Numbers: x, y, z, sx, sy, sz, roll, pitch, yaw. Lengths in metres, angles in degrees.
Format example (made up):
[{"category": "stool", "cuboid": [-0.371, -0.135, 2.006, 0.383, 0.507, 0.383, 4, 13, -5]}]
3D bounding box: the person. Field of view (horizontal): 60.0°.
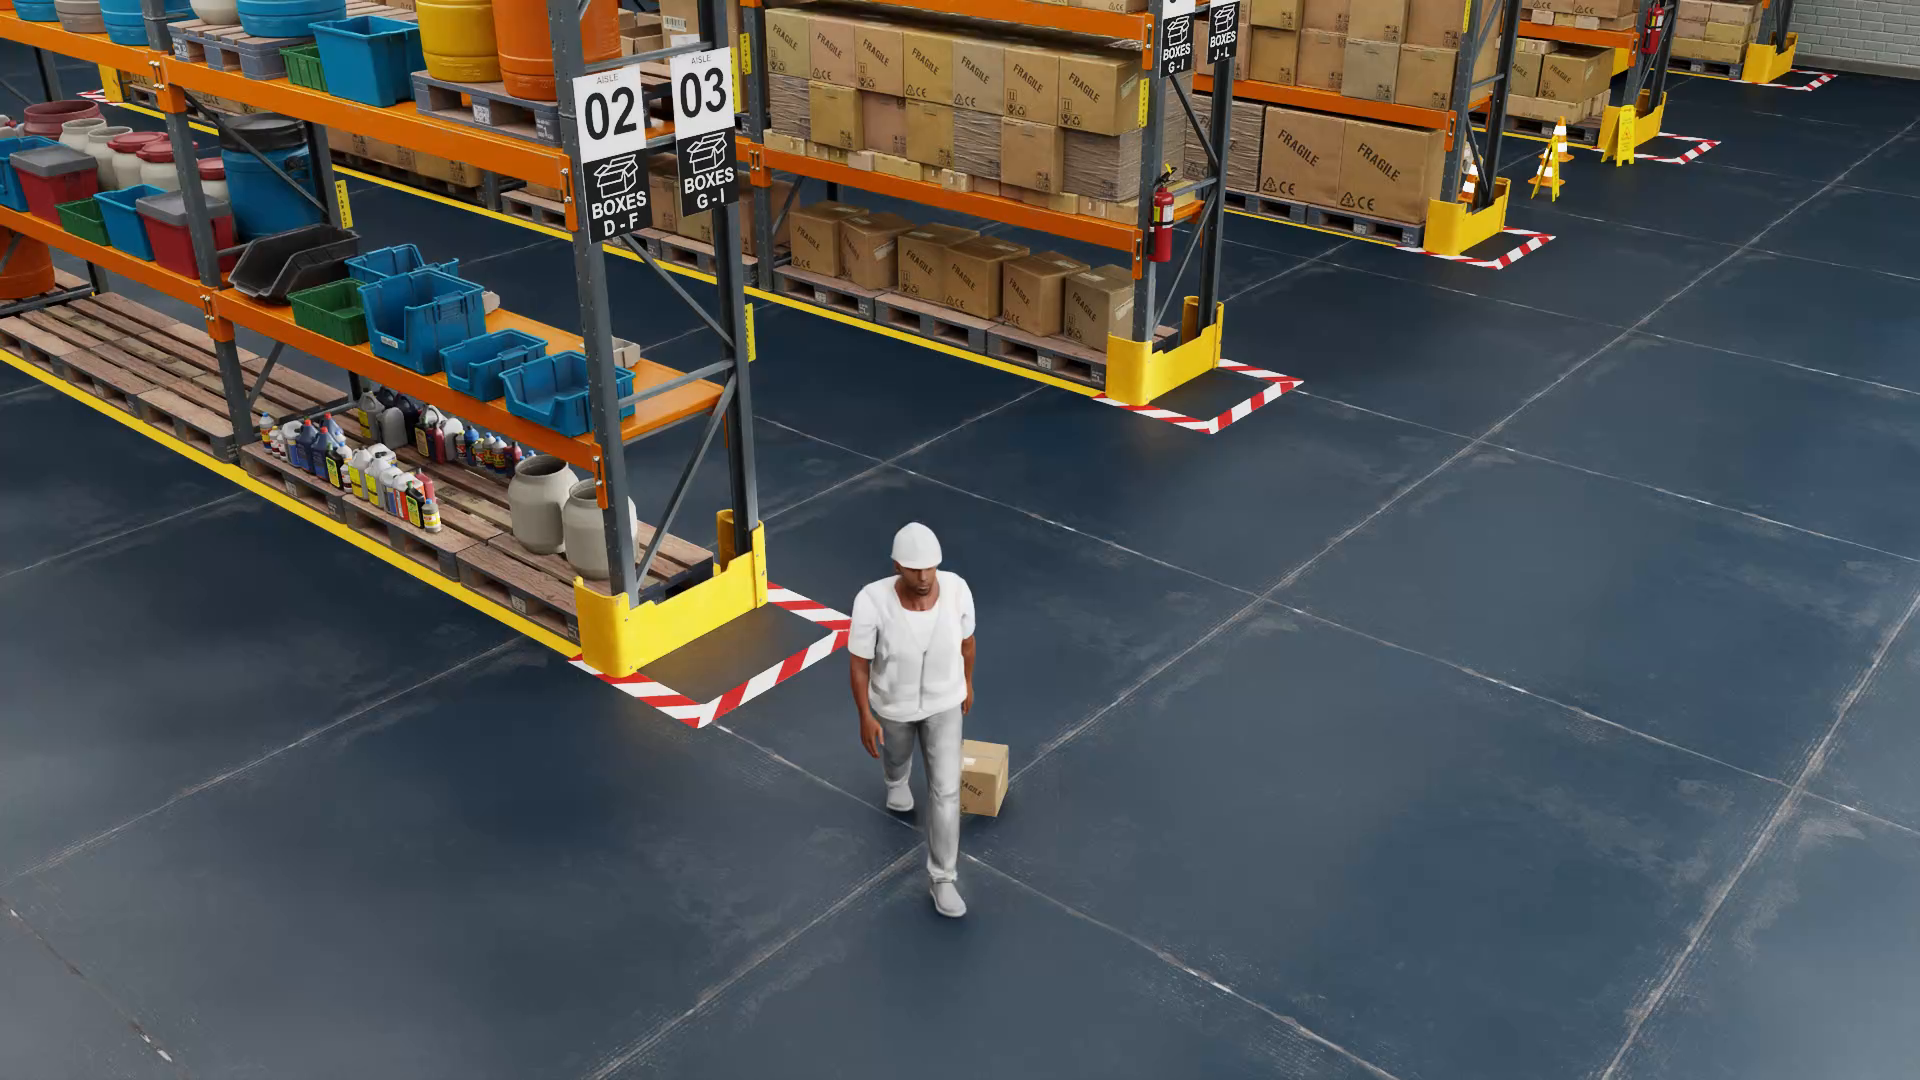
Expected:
[{"category": "person", "cuboid": [-0.196, 0.698, 7.258, 0.570, 1.716, 1.082, -3, 27, -7]}]
